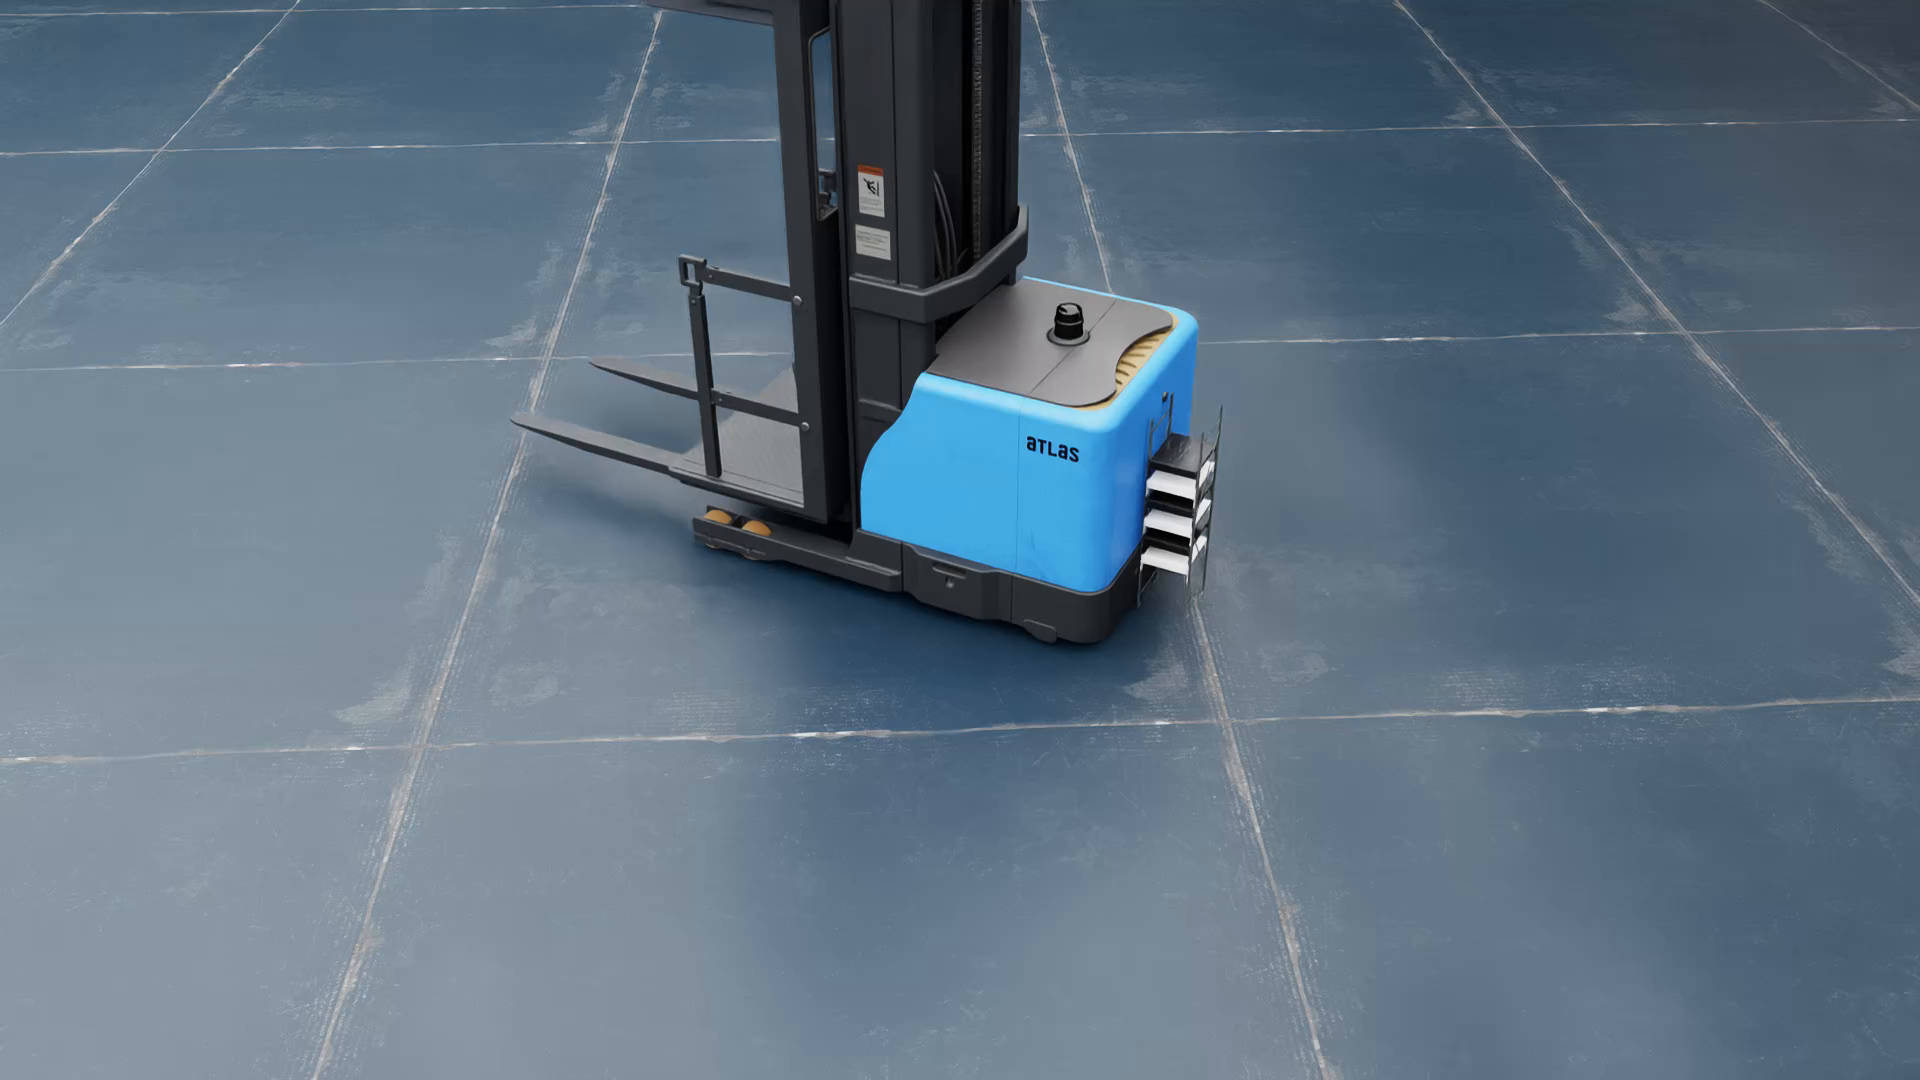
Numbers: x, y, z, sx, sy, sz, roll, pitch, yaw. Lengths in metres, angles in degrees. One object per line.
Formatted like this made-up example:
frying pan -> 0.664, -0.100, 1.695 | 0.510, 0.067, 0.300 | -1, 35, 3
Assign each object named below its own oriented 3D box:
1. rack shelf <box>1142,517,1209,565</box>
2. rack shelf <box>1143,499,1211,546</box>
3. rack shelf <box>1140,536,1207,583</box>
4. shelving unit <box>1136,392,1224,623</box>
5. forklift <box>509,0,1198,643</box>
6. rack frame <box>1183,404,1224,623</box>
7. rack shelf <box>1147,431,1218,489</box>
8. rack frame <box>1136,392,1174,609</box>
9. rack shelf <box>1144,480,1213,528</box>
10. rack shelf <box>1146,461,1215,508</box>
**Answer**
rack shelf -> 0.872, -0.020, 6.704 | 0.200, 0.077, 0.258 | 16, 38, 21
rack shelf -> 0.872, -0.094, 6.653 | 0.200, 0.077, 0.258 | 16, 38, 21
rack shelf -> 0.872, 0.054, 6.755 | 0.200, 0.077, 0.258 | 16, 38, 21
shelving unit -> 0.872, -0.121, 6.634 | 0.210, 0.900, 0.258 | 16, 38, 21
forklift -> -0.580, -1.369, 6.653 | 3.031, 2.935, 1.130 | 16, 38, 21
rack frame -> 0.963, -0.095, 6.597 | 0.006, 0.900, 0.240 | 16, 38, 21
rack shelf -> 0.872, -0.316, 6.499 | 0.200, 0.077, 0.258 | 16, 38, 21
rack frame -> 0.781, -0.147, 6.671 | 0.006, 0.900, 0.240 | 16, 38, 21
rack shelf -> 0.872, -0.168, 6.602 | 0.200, 0.077, 0.258 | 16, 38, 21
rack shelf -> 0.872, -0.242, 6.551 | 0.200, 0.077, 0.258 | 16, 38, 21
